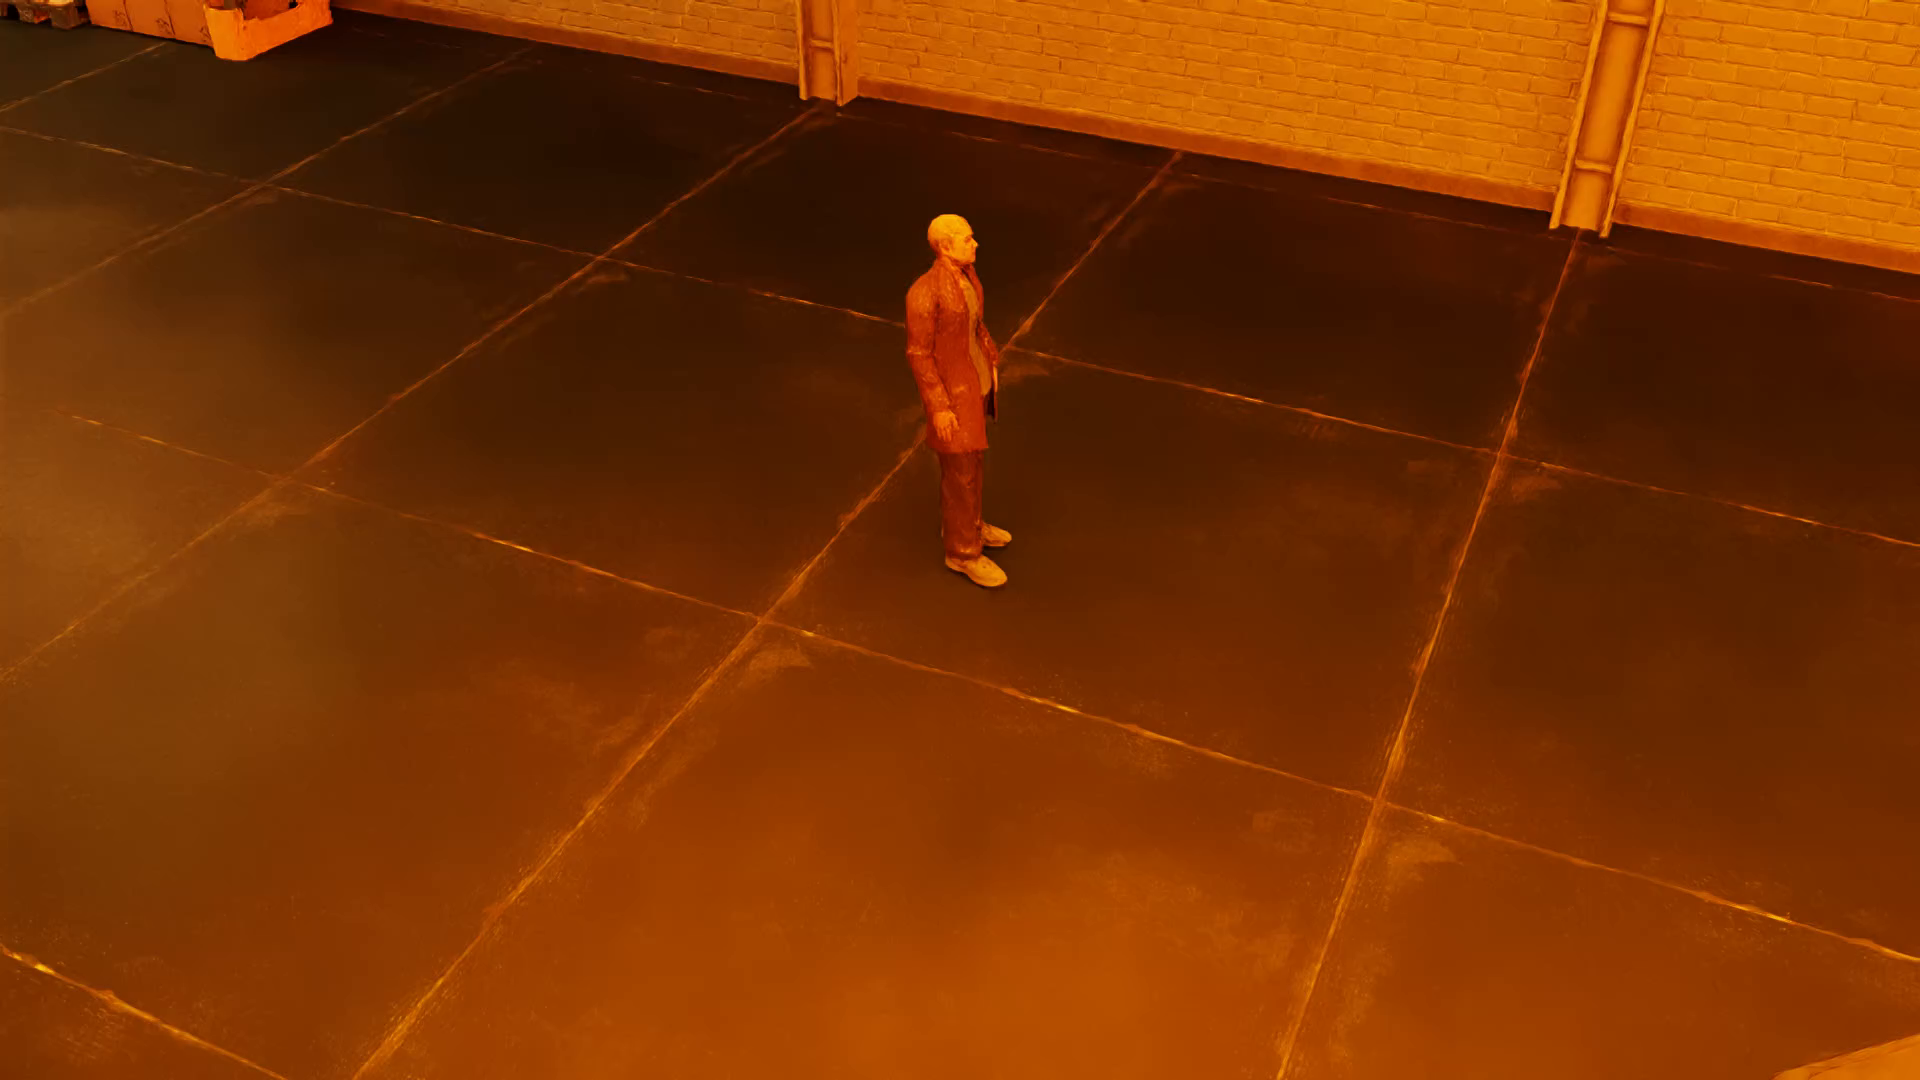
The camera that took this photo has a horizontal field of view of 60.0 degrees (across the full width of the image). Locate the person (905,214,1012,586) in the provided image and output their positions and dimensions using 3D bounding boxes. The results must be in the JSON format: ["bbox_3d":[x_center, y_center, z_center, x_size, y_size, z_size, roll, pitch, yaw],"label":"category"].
[{"bbox_3d":[0.081,-0.705,8.056,0.580,1.776,0.694,15,38,20],"label":"person"}]

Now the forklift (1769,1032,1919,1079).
[{"bbox_3d":[1.752,2.339,2.808,1.130,2.935,3.031,-10,37,-13],"label":"forklift"}]
